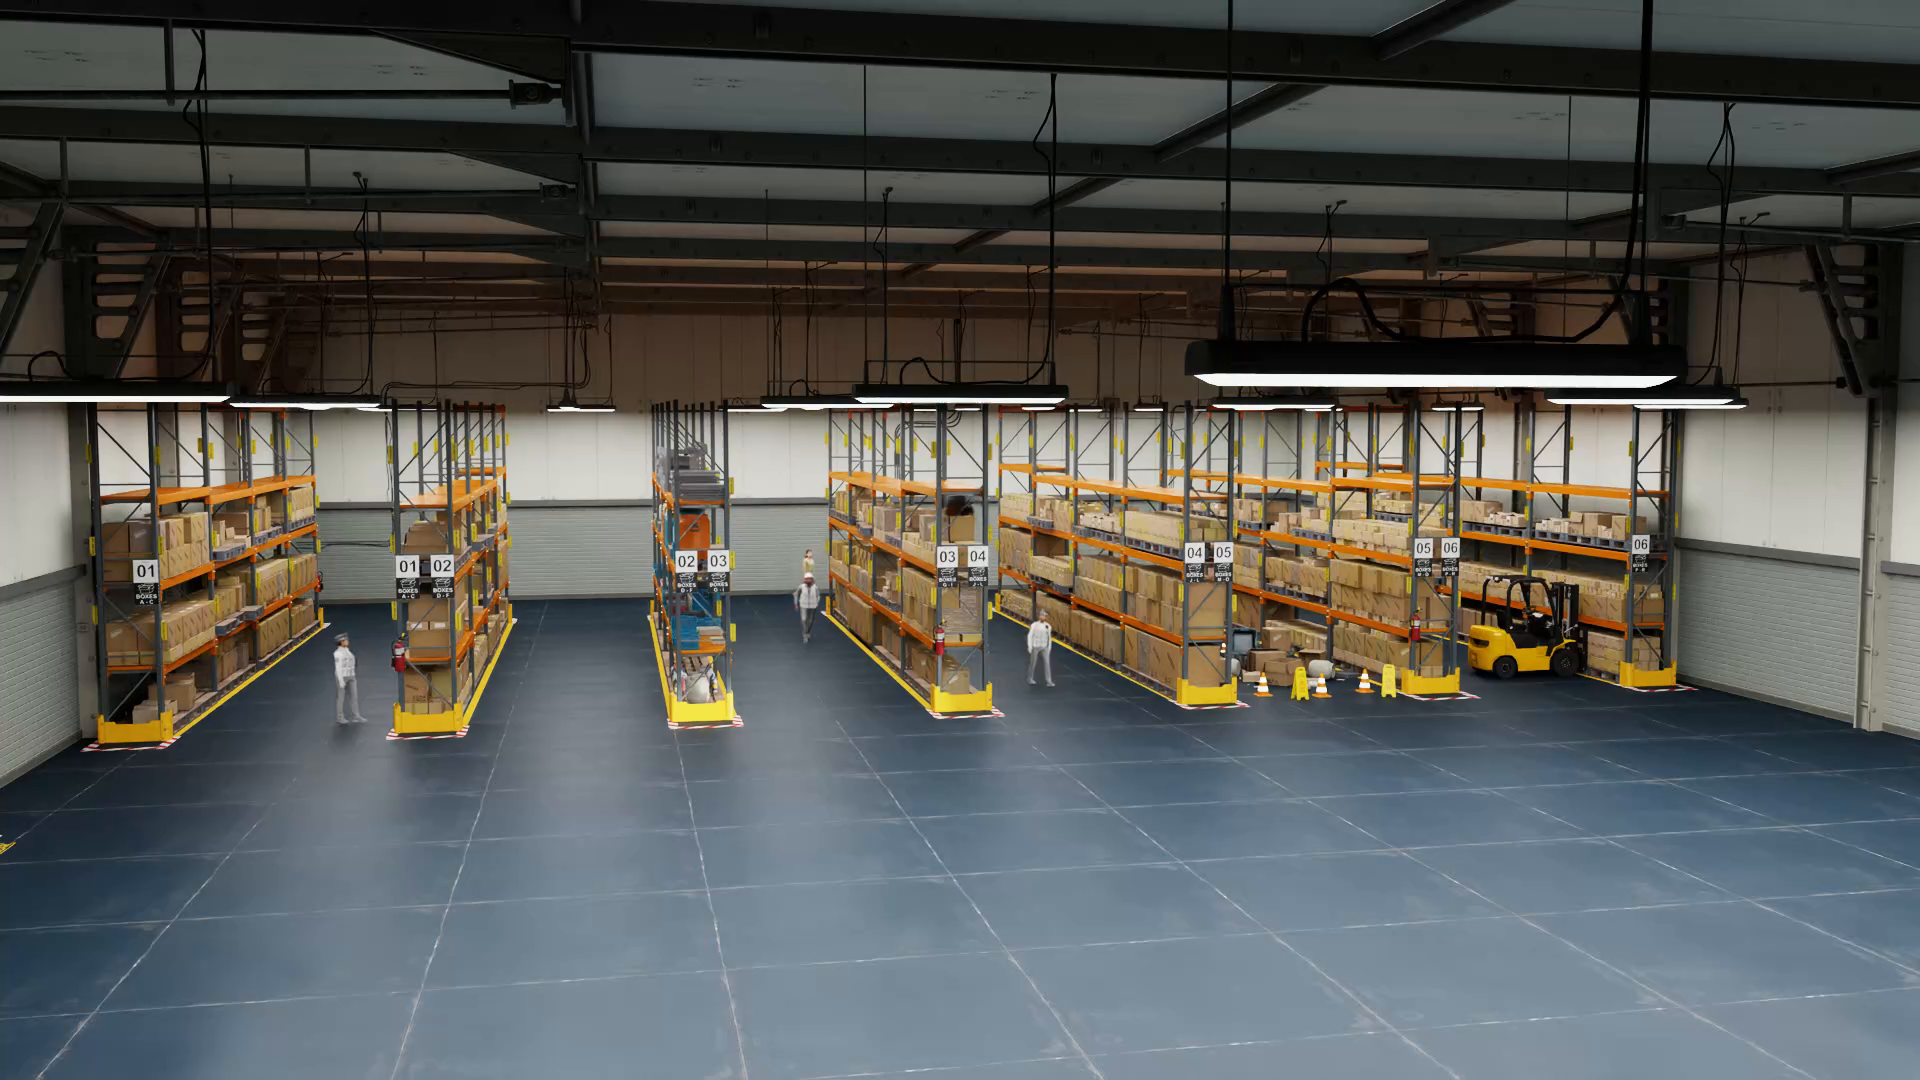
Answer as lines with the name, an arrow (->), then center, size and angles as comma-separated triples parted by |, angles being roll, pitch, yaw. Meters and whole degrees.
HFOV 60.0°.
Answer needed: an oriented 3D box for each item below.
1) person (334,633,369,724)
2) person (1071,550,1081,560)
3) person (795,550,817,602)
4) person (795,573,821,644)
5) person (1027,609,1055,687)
person -> -11.323, 2.562, 30.824 | 0.558, 1.685, 0.504 | 2, 5, 24
person -> 3.497, 1.067, 50.245 | 0.532, 1.706, 0.519 | -1, 4, -14
person -> -4.604, 1.103, 50.257 | 0.724, 1.636, 0.488 | 1, 4, 8
person -> -3.844, 1.698, 42.043 | 0.650, 1.754, 0.992 | -1, 4, -10
person -> 1.691, 2.263, 34.964 | 0.554, 1.620, 0.974 | -1, 4, -13
